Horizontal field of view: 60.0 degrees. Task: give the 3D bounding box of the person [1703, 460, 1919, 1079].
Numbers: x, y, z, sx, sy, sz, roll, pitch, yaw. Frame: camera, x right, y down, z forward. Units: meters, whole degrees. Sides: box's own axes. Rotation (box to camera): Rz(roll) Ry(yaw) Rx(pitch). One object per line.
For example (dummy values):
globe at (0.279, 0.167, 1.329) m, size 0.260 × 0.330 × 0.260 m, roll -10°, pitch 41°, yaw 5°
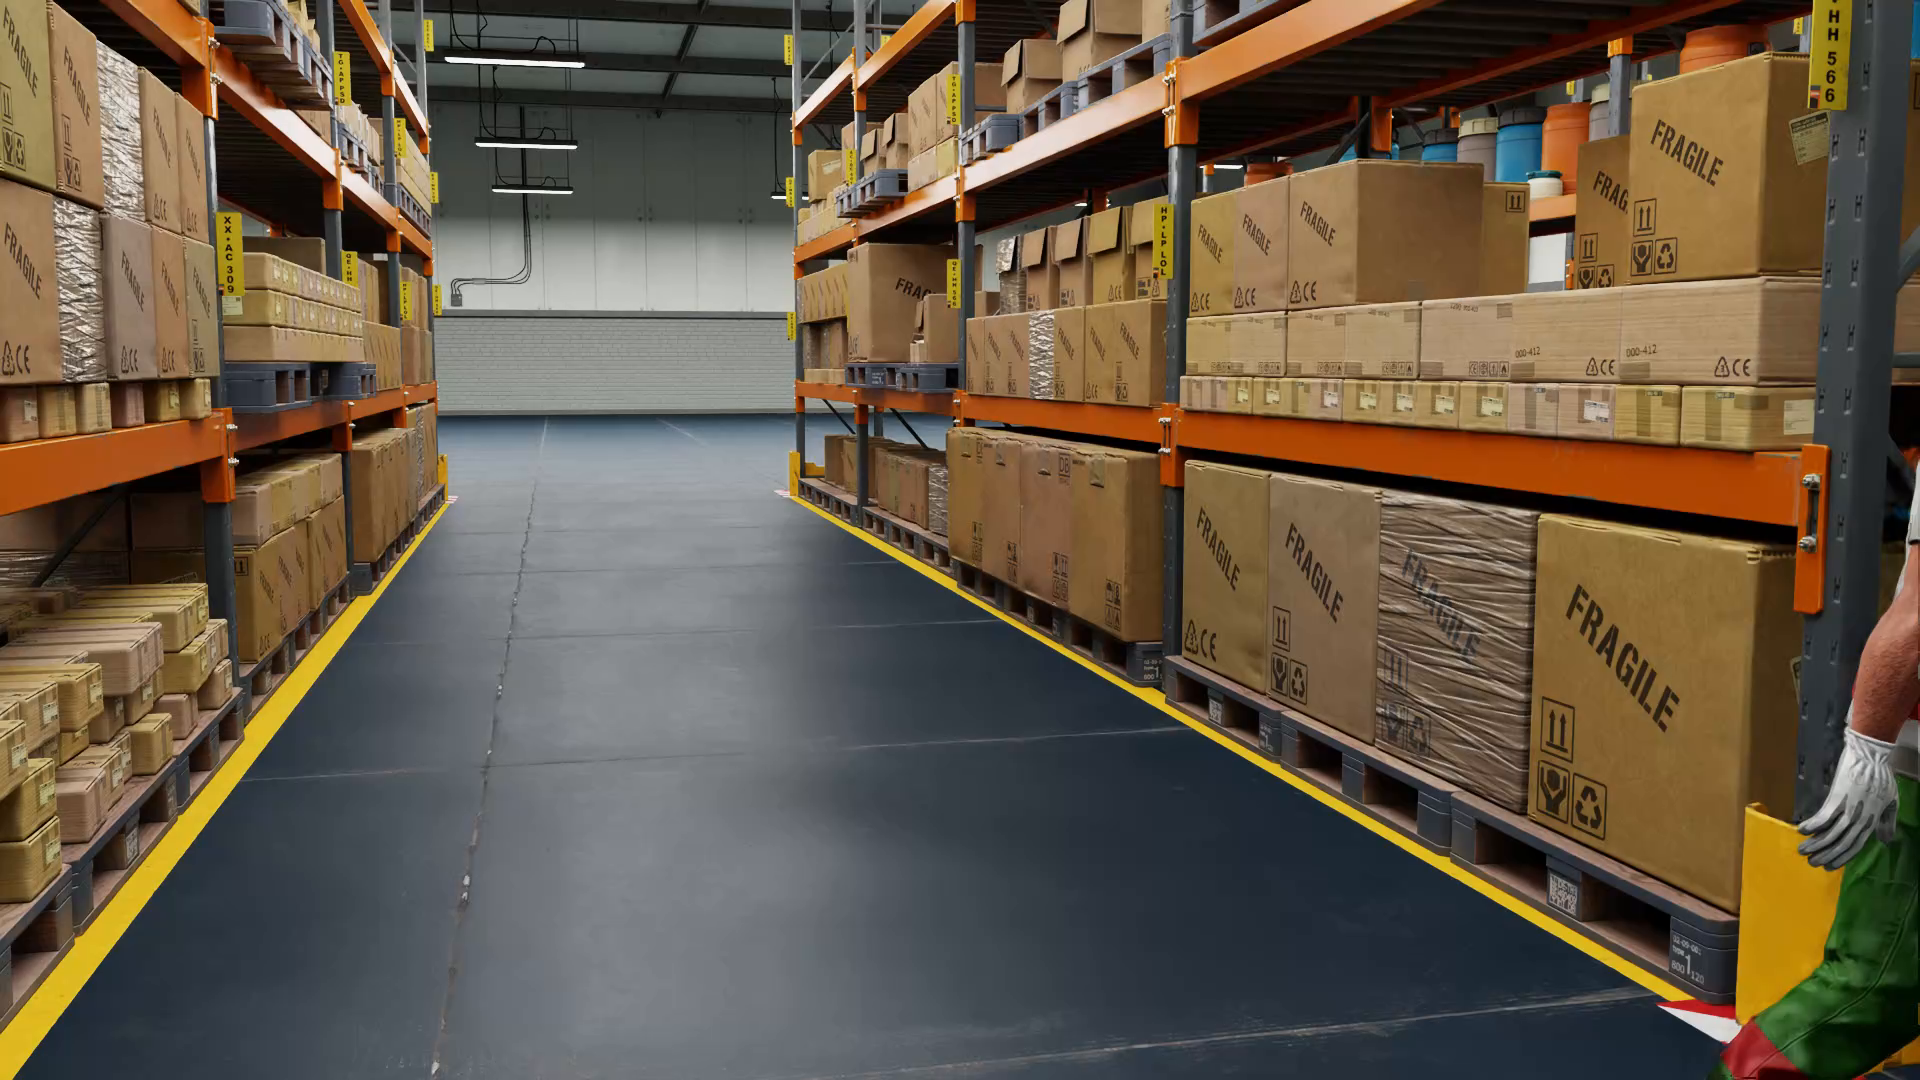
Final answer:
person at (1.622, 0.348, 2.619) m, size 0.988 × 1.737 × 0.569 m, roll 3°, pitch 7°, yaw 23°
